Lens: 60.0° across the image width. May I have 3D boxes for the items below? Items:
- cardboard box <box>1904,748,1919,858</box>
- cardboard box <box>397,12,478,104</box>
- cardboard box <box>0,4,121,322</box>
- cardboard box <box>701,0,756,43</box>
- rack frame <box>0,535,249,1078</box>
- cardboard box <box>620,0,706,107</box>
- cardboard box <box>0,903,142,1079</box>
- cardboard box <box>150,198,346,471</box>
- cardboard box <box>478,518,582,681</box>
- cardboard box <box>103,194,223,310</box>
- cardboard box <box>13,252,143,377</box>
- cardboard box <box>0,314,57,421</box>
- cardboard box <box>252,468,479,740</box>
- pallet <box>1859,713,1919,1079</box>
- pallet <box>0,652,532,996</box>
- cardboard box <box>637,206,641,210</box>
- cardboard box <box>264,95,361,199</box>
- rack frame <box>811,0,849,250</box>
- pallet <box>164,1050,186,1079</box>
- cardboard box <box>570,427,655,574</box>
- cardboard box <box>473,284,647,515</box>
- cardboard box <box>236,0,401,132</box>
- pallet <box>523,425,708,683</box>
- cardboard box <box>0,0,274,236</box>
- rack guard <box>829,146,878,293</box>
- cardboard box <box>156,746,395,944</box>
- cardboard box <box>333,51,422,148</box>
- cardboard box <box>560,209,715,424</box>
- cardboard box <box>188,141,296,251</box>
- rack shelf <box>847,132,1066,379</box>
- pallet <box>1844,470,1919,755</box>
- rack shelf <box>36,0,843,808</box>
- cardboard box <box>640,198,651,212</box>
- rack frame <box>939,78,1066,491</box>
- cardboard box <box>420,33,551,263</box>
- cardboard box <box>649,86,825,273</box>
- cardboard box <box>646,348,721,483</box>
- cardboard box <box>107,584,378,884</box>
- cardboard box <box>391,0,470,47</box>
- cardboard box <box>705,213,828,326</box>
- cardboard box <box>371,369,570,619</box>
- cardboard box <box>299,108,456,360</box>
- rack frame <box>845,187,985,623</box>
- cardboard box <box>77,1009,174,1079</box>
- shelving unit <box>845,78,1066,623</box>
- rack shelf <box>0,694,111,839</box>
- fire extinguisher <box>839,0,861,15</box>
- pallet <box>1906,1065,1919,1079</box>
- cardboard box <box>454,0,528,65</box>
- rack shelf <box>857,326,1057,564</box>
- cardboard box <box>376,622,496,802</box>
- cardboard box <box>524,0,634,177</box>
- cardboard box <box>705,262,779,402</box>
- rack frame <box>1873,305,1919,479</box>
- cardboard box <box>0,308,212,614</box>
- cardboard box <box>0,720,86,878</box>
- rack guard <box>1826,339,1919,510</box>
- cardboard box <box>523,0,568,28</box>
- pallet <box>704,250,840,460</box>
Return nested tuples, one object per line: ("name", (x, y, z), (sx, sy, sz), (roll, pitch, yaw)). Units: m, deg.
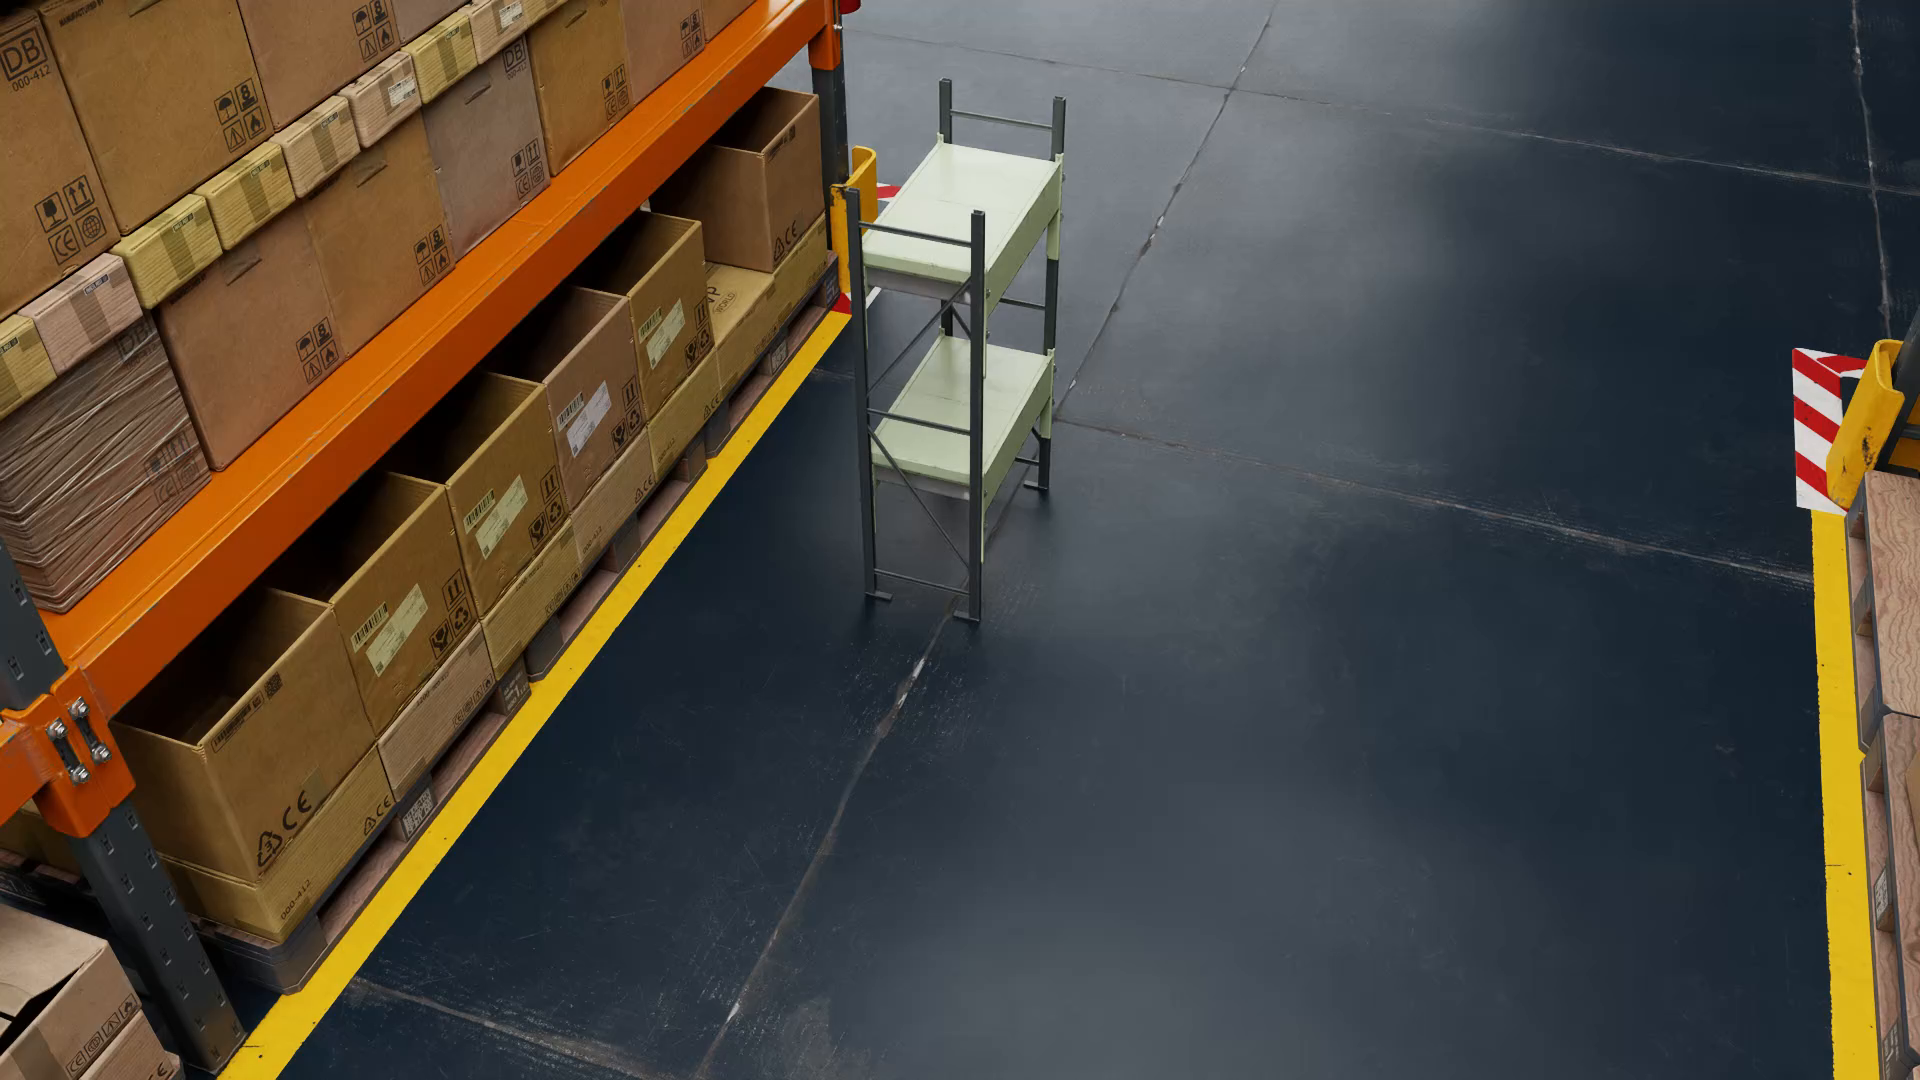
("cardboard box", (2.899, 0.685, 4.223), (0.700, 0.500, 0.500), (11, 42, 12))
("cardboard box", (-1.511, -1.293, 4.378), (0.380, 0.149, 0.250), (13, 42, 15))
("cardboard box", (-2.166, -0.745, 3.236), (0.700, 0.500, 0.500), (13, 42, 15))
("cardboard box", (-1.115, -2.138, 5.867), (0.700, 0.500, 0.500), (13, 42, 15))
("rack frame", (-2.312, 0.058, 3.371), (1.000, 3.000, 0.127), (13, 42, 15))
("cardboard box", (-1.291, -1.816, 5.491), (0.700, 0.500, 0.500), (14, 43, 16))
("cardboard box", (-2.181, 1.042, 3.581), (0.500, 0.311, 0.500), (13, 42, 15))
("cardboard box", (-1.992, -0.575, 4.036), (0.700, 0.500, 0.500), (13, 42, 15))
("cardboard box", (-1.517, 0.121, 5.092), (0.500, 0.250, 0.500), (13, 42, 15))
("cardboard box", (-1.865, -0.659, 3.634), (0.380, 0.149, 0.250), (12, 42, 14))
("cardboard box", (-1.952, -0.501, 3.449), (0.380, 0.149, 0.250), (14, 42, 16))
("cardboard box", (-2.038, -0.348, 3.270), (0.380, 0.149, 0.250), (13, 42, 15))
("cardboard box", (-1.695, 0.139, 4.493), (0.500, 0.500, 0.500), (13, 42, 15))
("pallet", (2.957, 1.052, 4.354), (1.003, 0.211, 1.213), (13, 42, 15))
("pallet", (-2.000, 0.643, 4.833), (1.003, 0.211, 1.213), (13, 42, 15))
("cardboard box", (-1.505, -1.197, 6.060), (0.500, 0.500, 0.500), (13, 42, 15))
("cardboard box", (-1.689, -0.971, 4.000), (0.380, 0.149, 0.250), (12, 42, 14))
("rack frame", (-0.944, -2.382, 6.230), (1.000, 3.000, 0.127), (13, 42, 15))
("pallet", (-2.527, 1.577, 3.739), (1.003, 0.211, 1.213), (13, 42, 15))
("cardboard box", (-1.351, -0.185, 5.451), (0.500, 0.250, 0.500), (13, 42, 15))
("cardboard box", (-1.348, -0.470, 5.206), (0.500, 0.500, 0.500), (13, 42, 15))
("cardboard box", (-1.822, -1.359, 3.956), (0.700, 0.500, 0.500), (13, 42, 15))
("pallet", (-1.585, -0.103, 5.709), (1.003, 0.211, 1.213), (13, 42, 15))
("cardboard box", (-1.994, -1.054, 3.598), (0.700, 0.500, 0.500), (13, 42, 15))
("rack guard", (-0.936, -1.445, 7.059), (1.175, 0.500, 0.348), (13, 42, 15))
("cardboard box", (-1.868, 0.729, 4.380), (0.500, 0.250, 0.500), (13, 42, 15))
("cardboard box", (-1.601, -1.134, 4.192), (0.380, 0.149, 0.250), (12, 42, 14))
("cardboard box", (-1.176, -0.774, 5.564), (0.500, 0.500, 0.500), (13, 42, 15))
("cardboard box", (-1.777, -0.819, 3.822), (0.380, 0.149, 0.250), (13, 42, 15))
("rack shelf", (0.002, -0.872, 5.015), (0.431, 0.370, 0.720), (13, 42, 15))
("pallet", (3.376, 0.310, 5.223), (1.003, 0.211, 1.213), (13, 42, 15))
("rack shelf", (-1.628, -0.888, 5.034), (1.077, 0.370, 4.000), (13, 42, 15))
("cardboard box", (-1.336, -1.218, 6.661), (0.500, 0.250, 0.500), (13, 42, 15))
("rack frame", (0.127, -0.798, 5.530), (0.400, 1.500, 0.023), (13, 42, 15))
("cardboard box", (-1.642, -1.193, 4.760), (0.700, 0.500, 0.500), (15, 43, 16))
("cardboard box", (-0.848, -1.387, 6.282), (0.500, 0.500, 0.500), (13, 42, 15))
("cardboard box", (-1.179, -0.490, 5.808), (0.500, 0.250, 0.500), (13, 42, 15))
("cardboard box", (-1.859, 0.446, 4.134), (0.500, 0.500, 0.500), (13, 42, 15))
("cardboard box", (-1.651, -1.664, 4.312), (0.700, 0.500, 0.500), (13, 42, 15))
("cardboard box", (-0.850, -1.103, 6.526), (0.500, 0.250, 0.500), (13, 42, 15))
("cardboard box", (-1.517, -0.164, 4.849), (0.500, 0.500, 0.500), (13, 42, 15))
("cardboard box", (-1.816, -0.880, 4.394), (0.700, 0.500, 0.500), (14, 42, 16))
("rack frame", (-0.123, -0.351, 5.006), (0.400, 1.500, 0.023), (13, 42, 15))
("cardboard box", (-2.181, 1.262, 3.755), (0.500, 0.250, 0.500), (13, 42, 15))
("shelving unit", (0.002, -0.575, 5.268), (0.431, 1.500, 0.755), (13, 42, 15))
("rack shelf", (-2.996, 1.552, 2.174), (1.077, 0.370, 4.000), (13, 42, 15))
("fire extinguisher", (-0.467, -2.321, 6.219), (0.296, 0.674, 0.183), (13, 42, 15))
("pallet", (2.541, 1.799, 3.479), (1.003, 0.211, 1.213), (13, 42, 15))
("cardboard box", (-1.424, -1.444, 4.555), (0.380, 0.149, 0.250), (13, 42, 14))
("rack shelf", (0.002, -0.327, 5.480), (0.431, 0.370, 0.720), (13, 42, 15))
("cardboard box", (-1.692, 0.425, 4.736), (0.500, 0.250, 0.500), (13, 42, 15))
("cardboard box", (-1.466, -1.515, 5.137), (0.700, 0.500, 0.500), (14, 42, 15))
("cardboard box", (-1.009, -0.795, 6.166), (0.500, 0.250, 0.500), (13, 42, 15))
("rack frame", (3.713, -1.284, 4.944), (1.000, 3.000, 0.127), (13, 42, 15))
("cardboard box", (-2.166, -0.252, 3.657), (0.700, 0.500, 0.500), (12, 42, 14))
("cardboard box", (-2.358, 0.613, 4.515), (0.500, 0.250, 0.500), (13, 42, 15))
("rack guard", (3.687, -0.287, 5.701), (1.175, 0.500, 0.348), (13, 42, 15))
("cardboard box", (-1.337, -1.601, 4.739), (0.380, 0.149, 0.250), (14, 43, 16))
("pallet", (-1.166, -0.845, 6.578), (1.003, 0.211, 1.213), (13, 42, 15))
